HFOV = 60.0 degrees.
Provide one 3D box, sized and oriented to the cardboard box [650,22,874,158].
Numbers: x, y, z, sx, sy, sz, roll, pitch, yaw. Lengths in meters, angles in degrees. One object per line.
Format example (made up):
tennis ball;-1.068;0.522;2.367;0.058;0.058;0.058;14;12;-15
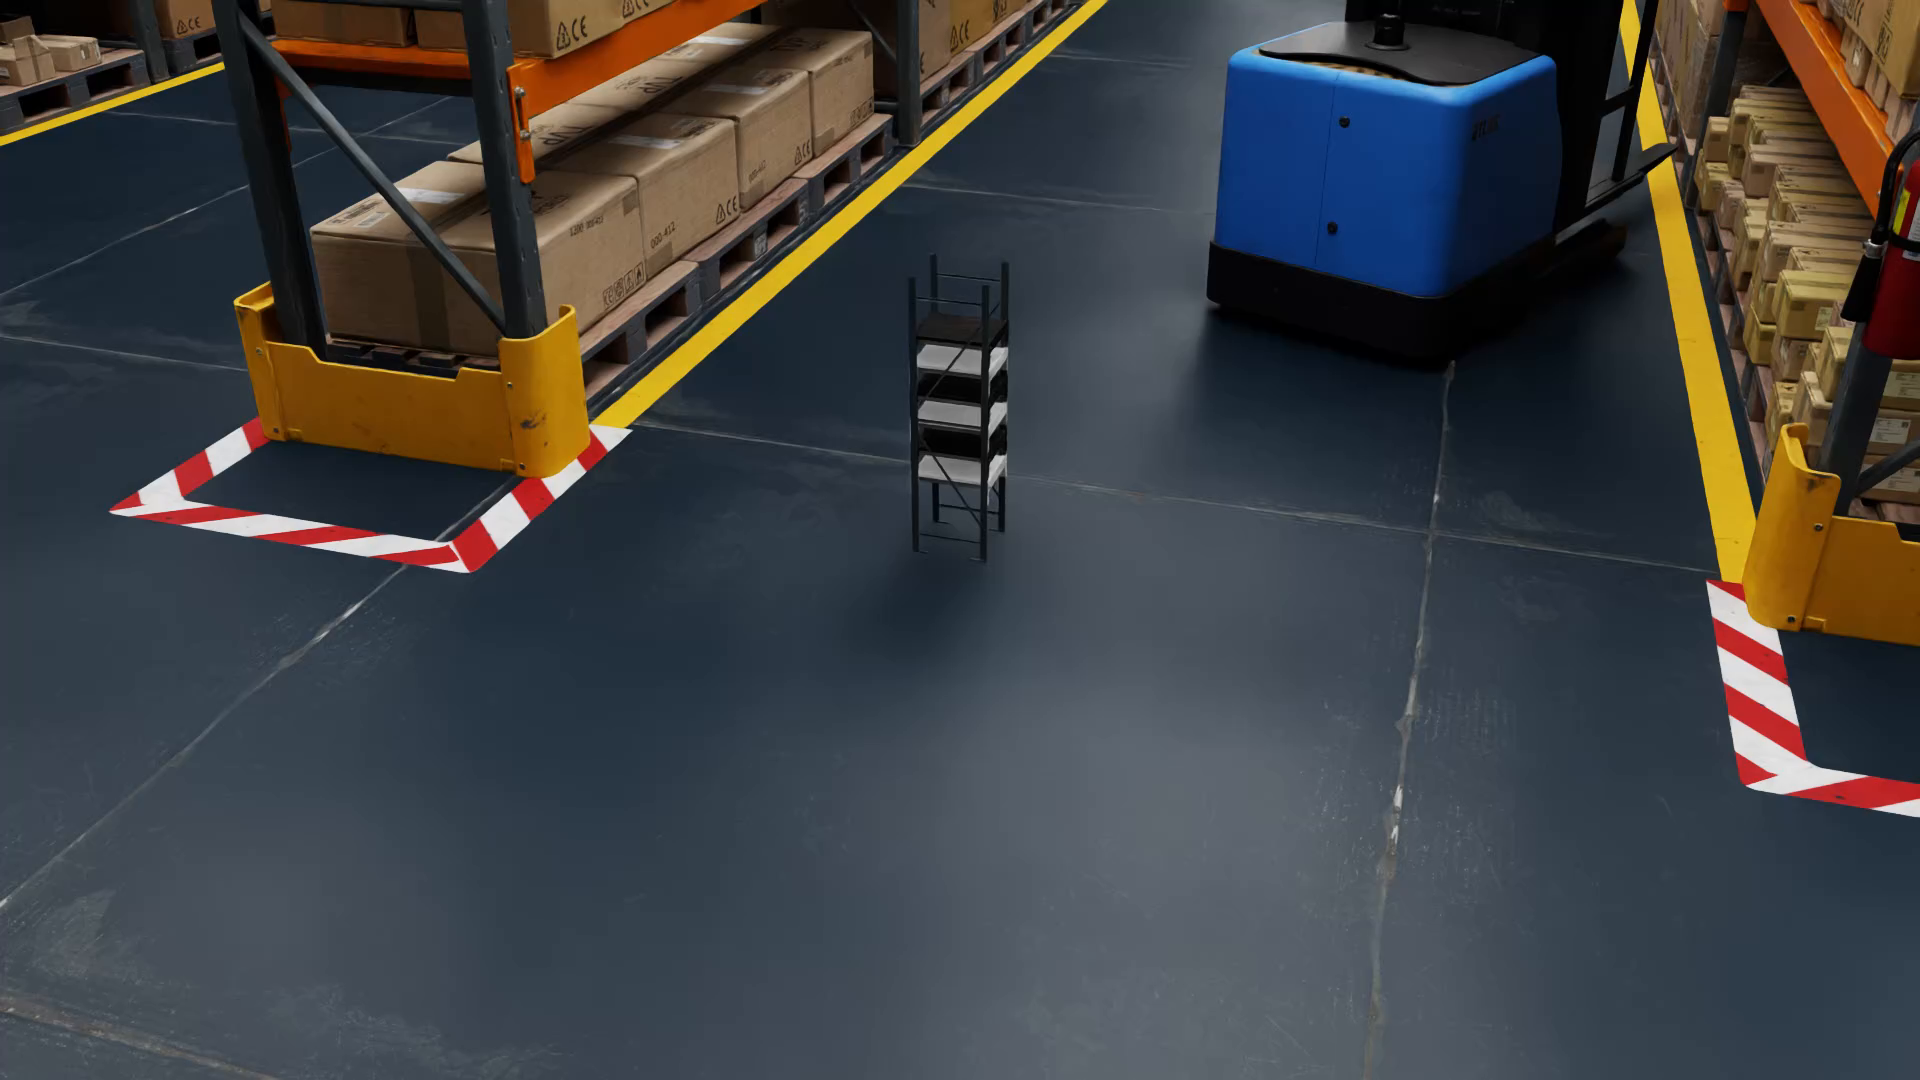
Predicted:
cardboard box;-0.999;-2.331;8.558;0.875;0.438;0.875;8;30;14

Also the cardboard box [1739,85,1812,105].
cardboard box;3.750;-1.951;7.560;0.380;0.149;0.250;10;31;17

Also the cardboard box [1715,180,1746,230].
cardboard box;3.534;-1.452;7.274;0.380;0.149;0.250;8;30;15

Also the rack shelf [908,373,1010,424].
rack shelf;-0.002;-0.439;4.997;0.258;0.077;0.200;8;30;15

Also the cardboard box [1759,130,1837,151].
cardboard box;3.531;-1.582;6.898;0.380;0.149;0.250;8;30;14

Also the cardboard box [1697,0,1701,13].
cardboard box;4.190;-2.922;8.785;0.500;0.250;0.500;10;31;17

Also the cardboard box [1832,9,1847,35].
cardboard box;3.225;-1.819;5.692;0.380;0.149;0.250;9;30;16

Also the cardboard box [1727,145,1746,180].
cardboard box;3.648;-1.698;7.412;0.380;0.149;0.250;9;30;15

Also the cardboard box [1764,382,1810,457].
cardboard box;2.809;-0.371;5.332;0.380;0.149;0.250;9;30;16

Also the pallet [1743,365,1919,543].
pallet;3.170;-0.214;5.418;1.003;0.211;1.213;8;30;15

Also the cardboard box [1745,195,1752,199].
cardboard box;3.529;-1.455;6.974;0.380;0.149;0.250;7;30;12

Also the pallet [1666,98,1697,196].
pallet;4.276;-2.027;8.677;1.003;0.211;1.213;8;30;15

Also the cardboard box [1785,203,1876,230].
cardboard box;15.729;-10.700;14.693;18.148;8.504;30.398;7;30;13

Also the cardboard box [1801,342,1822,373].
cardboard box;2.885;-0.492;5.244;0.380;0.149;0.250;8;30;14

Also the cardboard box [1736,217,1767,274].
cardboard box;3.195;-1.111;6.357;0.380;0.149;0.250;9;30;15

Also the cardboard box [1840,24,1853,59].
cardboard box;3.027;-1.576;5.256;0.380;0.149;0.250;7;30;13

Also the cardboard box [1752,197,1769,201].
cardboard box;3.426;-1.330;6.751;0.380;0.149;0.250;10;31;17

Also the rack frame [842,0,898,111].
rack frame;-0.716;-3.544;8.535;0.949;2.616;0.053;8;30;15

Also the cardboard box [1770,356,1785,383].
cardboard box;3.029;-0.598;5.740;0.380;0.149;0.250;9;30;15

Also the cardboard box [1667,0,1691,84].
cardboard box;4.331;-2.831;9.393;0.500;0.500;0.500;8;30;14

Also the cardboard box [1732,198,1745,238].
cardboard box;3.507;-1.326;7.050;0.380;0.149;0.250;8;30;14

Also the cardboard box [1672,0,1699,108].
cardboard box;4.177;-2.593;8.965;0.500;0.500;0.500;8;30;14

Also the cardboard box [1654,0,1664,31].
cardboard box;1.953;-3.419;8.815;4.865;2.090;5.455;9;30;16

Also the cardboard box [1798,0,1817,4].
cardboard box;3.313;-2.070;6.144;0.380;0.149;0.250;10;31;17

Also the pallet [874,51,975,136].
pallet;-0.558;-2.694;9.876;1.003;0.211;1.213;8;30;15

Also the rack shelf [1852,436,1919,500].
rack shelf;2.878;-1.024;4.006;0.949;2.616;0.053;8;30;15

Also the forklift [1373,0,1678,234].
forklift;-1.187;-4.026;7.130;7.586;5.209;9.645;23;36;35

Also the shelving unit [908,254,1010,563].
shelving unit;5.652;-3.954;8.194;8.426;4.047;12.137;8;30;15

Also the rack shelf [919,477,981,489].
rack shelf;-0.002;-0.216;5.121;0.199;0.015;0.184;8;30;15

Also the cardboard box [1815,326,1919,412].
cardboard box;2.788;-0.505;4.960;0.380;0.149;0.250;9;30;15

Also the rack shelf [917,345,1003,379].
rack shelf;5.662;-4.218;8.049;8.407;3.443;12.128;8;30;15

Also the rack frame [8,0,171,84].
rack frame;-5.459;-4.250;9.804;1.000;3.000;0.127;8;30;15

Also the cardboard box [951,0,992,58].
cardboard box;-0.349;-3.519;10.243;0.875;0.875;0.875;9;30;16

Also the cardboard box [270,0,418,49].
cardboard box;-1.998;-1.990;5.639;0.500;0.500;0.500;9;30;15

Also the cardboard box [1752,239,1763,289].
cardboard box;3.141;-0.979;6.120;0.380;0.149;0.250;10;31;17

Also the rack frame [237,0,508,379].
rack frame;-1.890;-1.685;5.193;0.949;2.616;0.053;8;30;15

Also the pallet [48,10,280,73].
pallet;-5.256;-3.415;11.171;1.003;0.211;1.213;8;30;15

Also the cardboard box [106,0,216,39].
cardboard box;-5.101;-3.534;10.656;0.500;0.500;0.500;10;31;17

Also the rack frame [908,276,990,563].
rack frame;-0.032;-0.342;4.940;0.240;0.900;0.006;8;30;15

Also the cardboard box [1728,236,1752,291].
cardboard box;3.293;-1.089;6.623;0.380;0.149;0.250;8;30;14

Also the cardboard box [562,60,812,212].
cardboard box;-1.261;-1.914;7.810;0.875;0.438;0.875;8;30;13

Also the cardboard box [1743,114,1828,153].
cardboard box;3.585;-1.707;7.121;0.392;0.149;0.269;10;30;17

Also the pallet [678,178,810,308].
pallet;-1.367;-1.414;7.574;1.003;0.211;1.213;8;30;15

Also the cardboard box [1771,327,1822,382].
cardboard box;2.908;-0.620;5.474;0.380;0.149;0.250;7;30;13

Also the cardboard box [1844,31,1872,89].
cardboard box;2.921;-1.458;5.043;0.380;0.149;0.250;9;30;16

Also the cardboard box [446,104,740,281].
cardboard box;-1.528;-1.496;7.057;0.875;0.438;0.875;9;30;16

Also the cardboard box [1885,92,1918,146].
cardboard box;2.701;-1.107;4.413;0.380;0.149;0.250;9;30;15

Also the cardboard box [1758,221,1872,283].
cardboard box;3.034;-0.996;5.843;0.380;0.149;0.250;10;31;17

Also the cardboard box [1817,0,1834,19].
cardboard box;3.279;-1.939;5.908;0.380;0.149;0.250;10;31;17

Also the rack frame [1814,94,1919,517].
rack frame;2.875;-1.025;4.007;1.000;3.000;0.127;8;30;15

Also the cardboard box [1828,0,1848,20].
cardboard box;3.057;-1.920;5.207;0.500;0.500;0.500;9;30;15

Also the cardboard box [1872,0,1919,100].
cardboard box;2.761;-1.444;4.352;0.500;0.500;0.500;9;30;16

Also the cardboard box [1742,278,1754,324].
cardboard box;3.143;-0.850;6.192;0.380;0.149;0.250;9;30;16

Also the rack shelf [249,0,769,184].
rack shelf;-1.299;-2.299;7.038;1.077;0.370;4.000;8;30;15

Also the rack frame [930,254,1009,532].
rack frame;0.027;-0.437;5.109;0.240;0.900;0.006;8;30;15
